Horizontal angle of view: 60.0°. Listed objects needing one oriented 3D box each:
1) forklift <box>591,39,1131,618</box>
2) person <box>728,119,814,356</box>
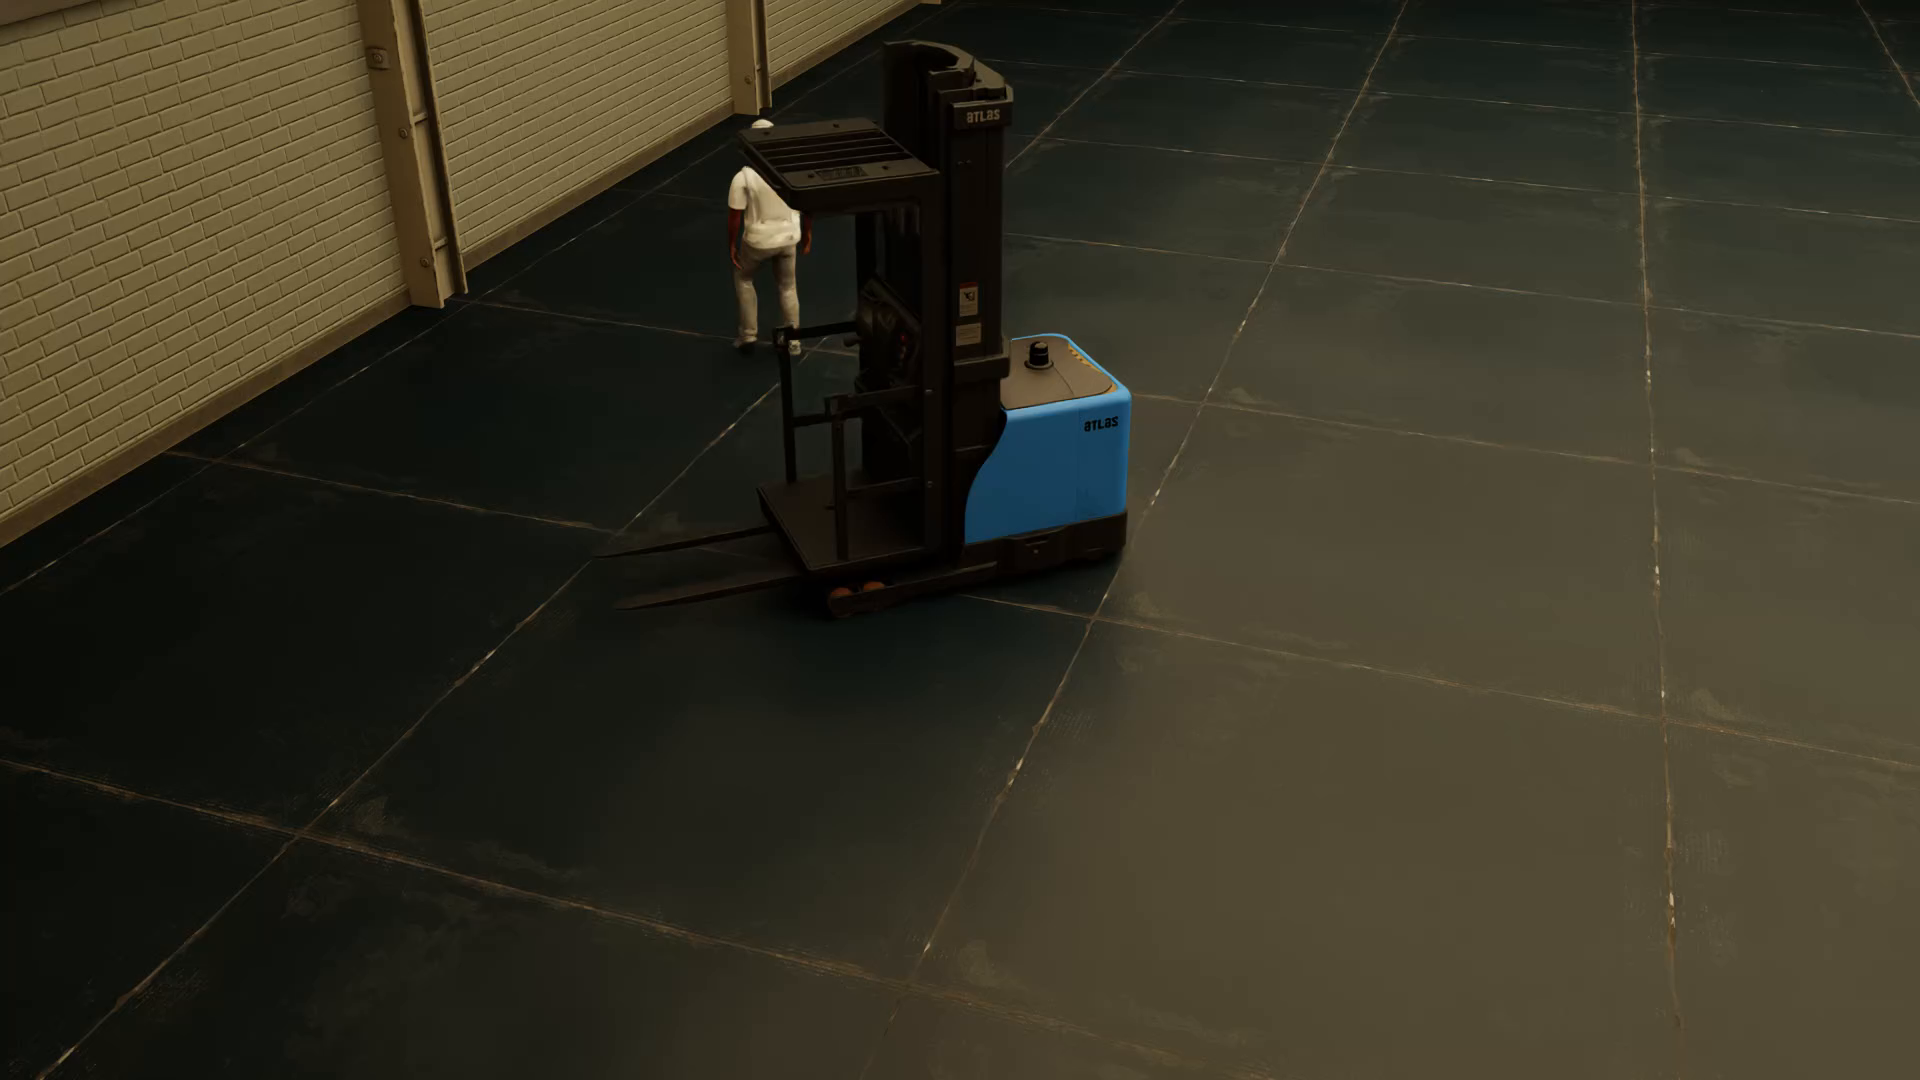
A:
[{"bbox_3d":[-0.583,-1.132,9.123,3.031,2.935,1.130,-11,32,-19],"label":"forklift"},{"bbox_3d":[-1.406,-2.204,12.269,0.672,1.808,0.512,-12,32,-20],"label":"person"}]
